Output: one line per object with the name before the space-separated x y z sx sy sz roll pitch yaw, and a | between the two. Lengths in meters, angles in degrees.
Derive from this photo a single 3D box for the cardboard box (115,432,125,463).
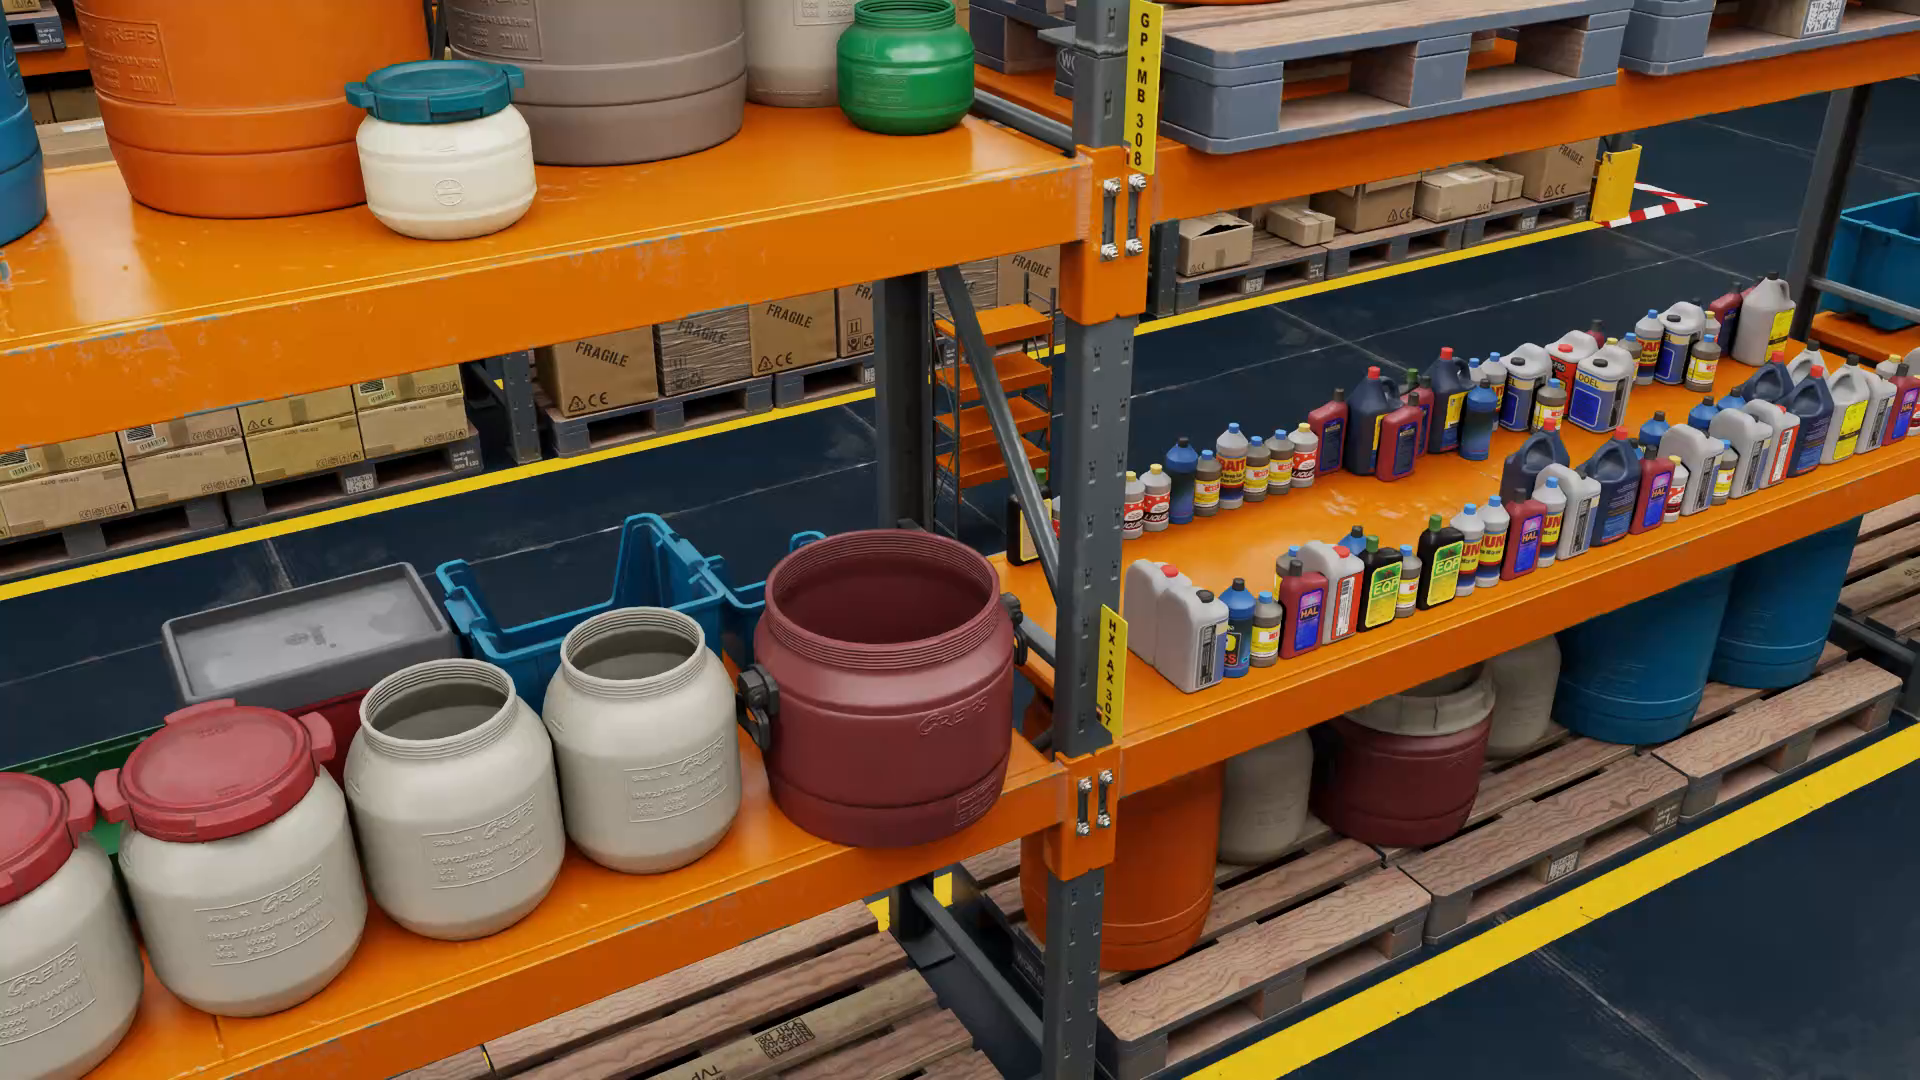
cardboard box | -3.913 -0.630 8.198 0.500 0.250 0.500 -17 33 -28

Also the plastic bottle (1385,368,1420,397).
plastic bottle | 1.464 -0.428 5.541 0.133 0.283 0.061 -16 33 -26

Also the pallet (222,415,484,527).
pallet | -3.164 -0.503 8.442 1.213 0.211 1.003 -16 33 -26

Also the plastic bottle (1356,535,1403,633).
plastic bottle | 1.146 0.108 4.570 0.133 0.283 0.061 -16 33 -26

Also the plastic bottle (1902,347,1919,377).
plastic bottle | 3.344 -0.538 5.749 0.135 0.276 0.152 -16 33 -26

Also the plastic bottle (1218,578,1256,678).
plastic bottle | 0.722 0.224 4.373 0.097 0.271 0.097 0 29 0

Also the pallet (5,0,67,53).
pallet | -6.633 -3.386 10.979 1.213 0.211 1.003 -16 33 -26

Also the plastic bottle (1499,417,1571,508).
plastic bottle | 1.751 -0.201 5.061 0.185 0.351 0.144 -16 33 -26

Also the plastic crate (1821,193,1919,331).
plastic crate | 3.750 -1.099 6.592 0.575 0.384 0.392 -16 33 -26

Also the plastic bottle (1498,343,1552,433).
plastic bottle | 1.930 -0.531 5.736 0.135 0.276 0.152 -16 33 -26

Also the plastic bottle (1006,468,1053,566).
plastic bottle | 0.204 -0.070 4.893 0.133 0.283 0.061 -16 33 -26

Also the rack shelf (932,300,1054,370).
rack shelf | 0.143 -0.910 7.344 0.480 0.148 0.258 -16 33 -26

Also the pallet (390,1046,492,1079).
pallet | -1.667 1.847 4.185 1.213 0.211 1.003 -16 33 -26

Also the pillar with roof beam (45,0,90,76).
pillar with roof beam | -4.325 -4.847 7.219 0.400 9.000 9.100 -16 33 -26

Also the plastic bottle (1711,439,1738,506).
plastic bottle | 2.392 -0.220 5.249 0.097 0.201 0.097 0 29 0

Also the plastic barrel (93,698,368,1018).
plastic barrel | -1.435 0.647 3.333 0.433 0.535 0.433 0 29 0

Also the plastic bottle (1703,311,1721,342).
plastic bottle | 2.783 -0.756 6.221 0.097 0.201 0.097 0 29 0

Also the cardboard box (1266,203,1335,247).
cardboard box | 2.226 -2.069 10.871 0.250 0.166 0.380 -16 33 -26

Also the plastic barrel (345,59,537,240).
plastic barrel | -0.907 -0.689 2.932 0.301 0.262 0.301 0 29 0

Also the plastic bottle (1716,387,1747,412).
plastic bottle | 2.515 -0.371 5.450 0.097 0.271 0.097 0 29 0

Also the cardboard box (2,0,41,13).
cardboard box | -6.410 -3.774 10.926 0.500 0.500 0.700 -16 33 -26

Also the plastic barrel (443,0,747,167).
plastic barrel | -0.746 -1.267 3.317 0.600 0.901 0.600 0 29 0

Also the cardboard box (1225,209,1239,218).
cardboard box | 1.655 -2.207 11.139 0.250 0.149 0.380 -16 33 -26

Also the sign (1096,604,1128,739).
sign | 0.356 0.312 3.912 0.005 0.325 0.100 -16 33 -26

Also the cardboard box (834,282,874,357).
cardboard box | -0.566 -1.380 9.279 0.500 0.500 0.500 -17 33 -28

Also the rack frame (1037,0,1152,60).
rack frame | 0.072 -2.471 2.914 0.127 3.000 1.000 -16 33 -26

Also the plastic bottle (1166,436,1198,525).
plastic bottle | 0.680 -0.190 5.122 0.097 0.271 0.097 0 29 0

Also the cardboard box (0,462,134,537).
cardboard box | -4.084 -0.282 7.567 0.500 0.250 0.500 -15 32 -25

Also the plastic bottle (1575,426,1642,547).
plastic bottle | 1.944 -0.171 5.006 0.185 0.351 0.144 -16 33 -26

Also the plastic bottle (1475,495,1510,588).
plastic bottle | 1.519 -0.002 4.783 0.097 0.271 0.097 0 29 0

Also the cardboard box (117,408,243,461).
cardboard box | -3.643 -0.651 7.656 0.500 0.311 0.500 -16 33 -27

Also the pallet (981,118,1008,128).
pallet | 0.270 -2.654 9.653 1.213 0.211 1.003 -16 33 -26

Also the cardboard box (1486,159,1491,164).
cardboard box | 3.712 -2.799 12.194 0.250 0.166 0.380 -16 33 -26

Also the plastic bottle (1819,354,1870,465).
plastic bottle | 2.894 -0.441 5.495 0.185 0.351 0.144 -16 33 -26

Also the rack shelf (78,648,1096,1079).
rack shelf | -1.653 0.960 3.650 4.000 0.370 1.077 -16 33 -26

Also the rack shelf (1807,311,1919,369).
rack shelf | 5.245 -0.998 7.199 4.000 0.370 1.077 -16 33 -26

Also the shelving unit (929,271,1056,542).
shelving unit | 0.143 -0.566 7.534 0.503 1.200 0.258 -16 33 -26

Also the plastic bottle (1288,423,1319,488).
plastic bottle | 1.099 -0.278 5.355 0.097 0.201 0.097 0 29 0

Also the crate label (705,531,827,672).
crate label | -0.481 0.176 4.500 0.416 0.233 0.303 -16 33 -26

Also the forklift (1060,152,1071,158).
forklift | -0.015 -3.867 11.724 3.031 2.935 1.130 -17 33 -27

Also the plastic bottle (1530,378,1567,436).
plastic bottle | 2.009 -0.451 5.669 0.097 0.201 0.097 0 29 0

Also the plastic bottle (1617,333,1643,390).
plastic bottle | 2.415 -0.652 6.032 0.097 0.201 0.097 0 29 0

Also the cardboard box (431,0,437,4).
cardboard box | -3.898 -4.055 12.233 0.250 0.149 0.380 -16 33 -27

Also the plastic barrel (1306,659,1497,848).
plastic barrel | 1.458 0.624 5.575 0.708 0.588 0.600 -16 33 -26
